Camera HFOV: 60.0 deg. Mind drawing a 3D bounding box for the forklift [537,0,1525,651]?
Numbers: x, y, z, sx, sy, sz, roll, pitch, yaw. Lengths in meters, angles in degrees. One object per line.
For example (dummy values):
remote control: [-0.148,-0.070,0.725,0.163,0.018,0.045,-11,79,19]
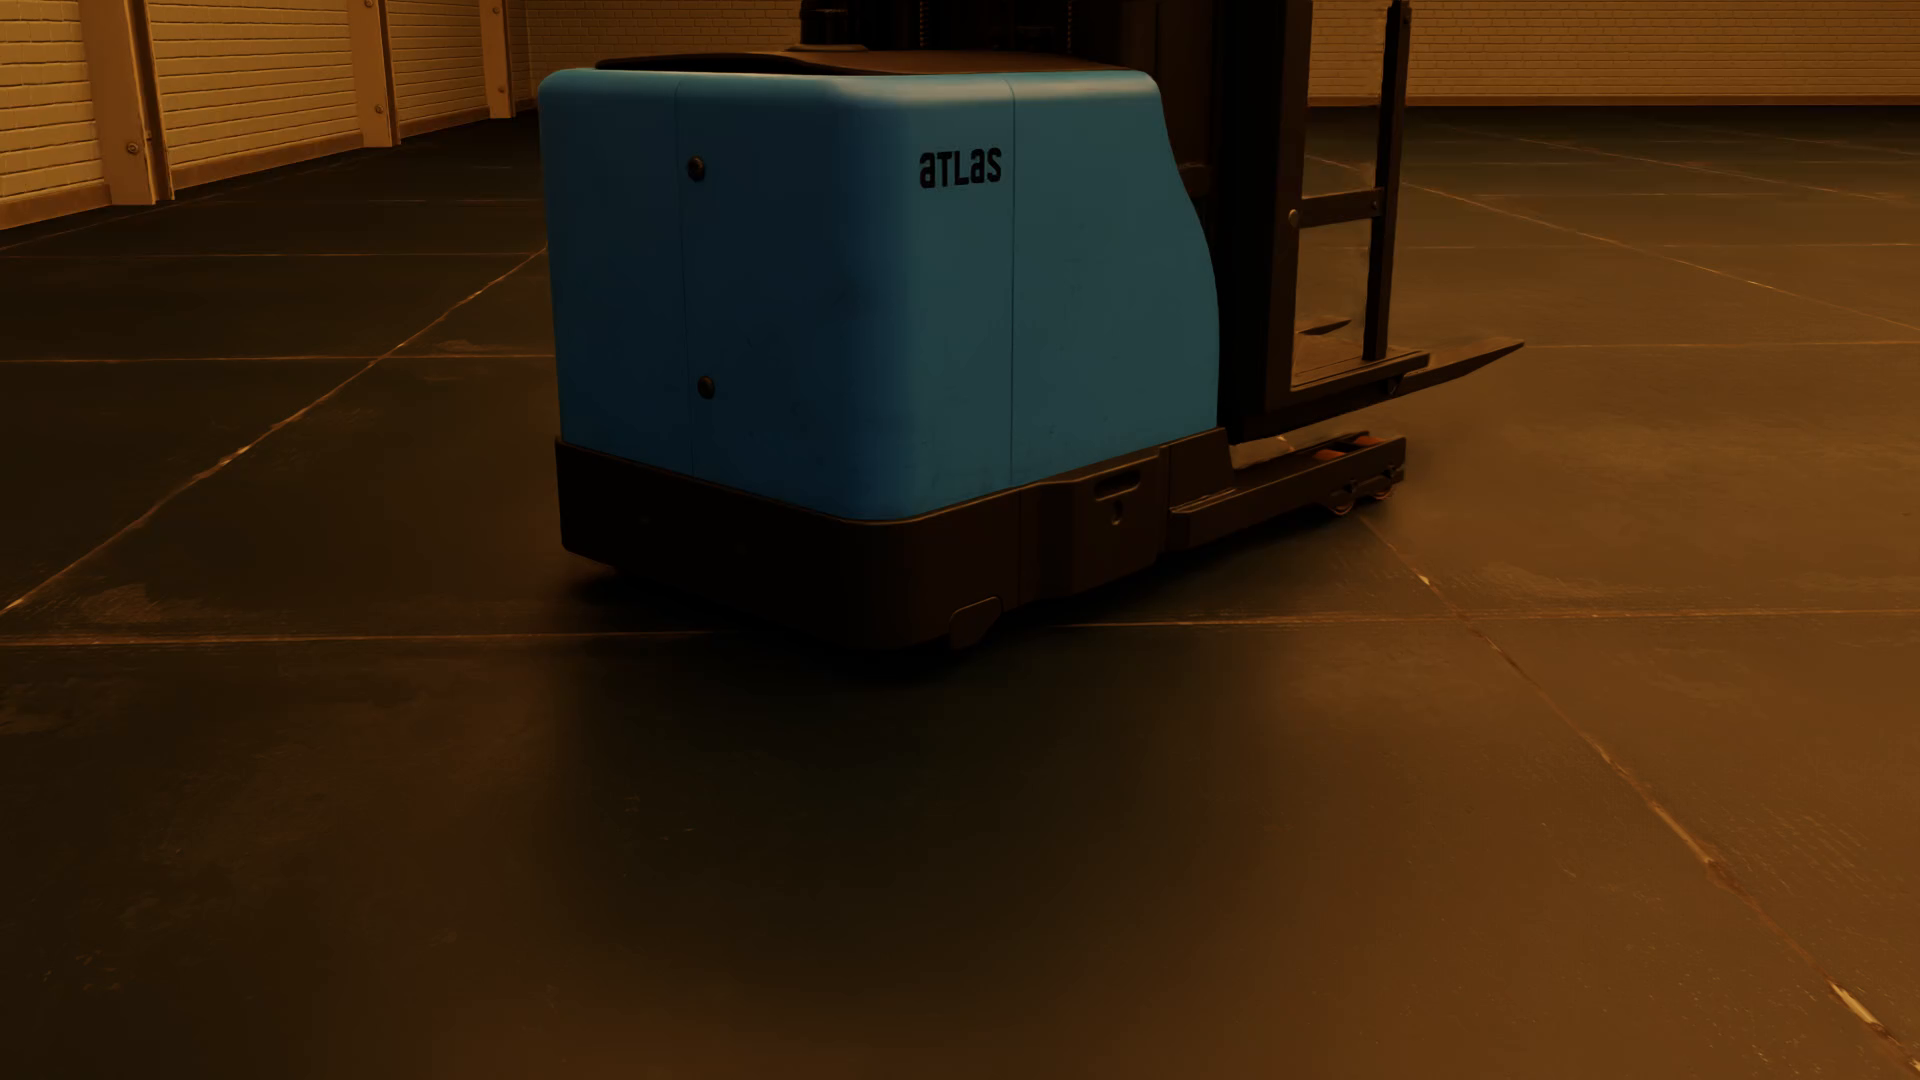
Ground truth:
forklift: [0.495,-1.550,3.973,1.130,2.935,3.031,15,23,40]
